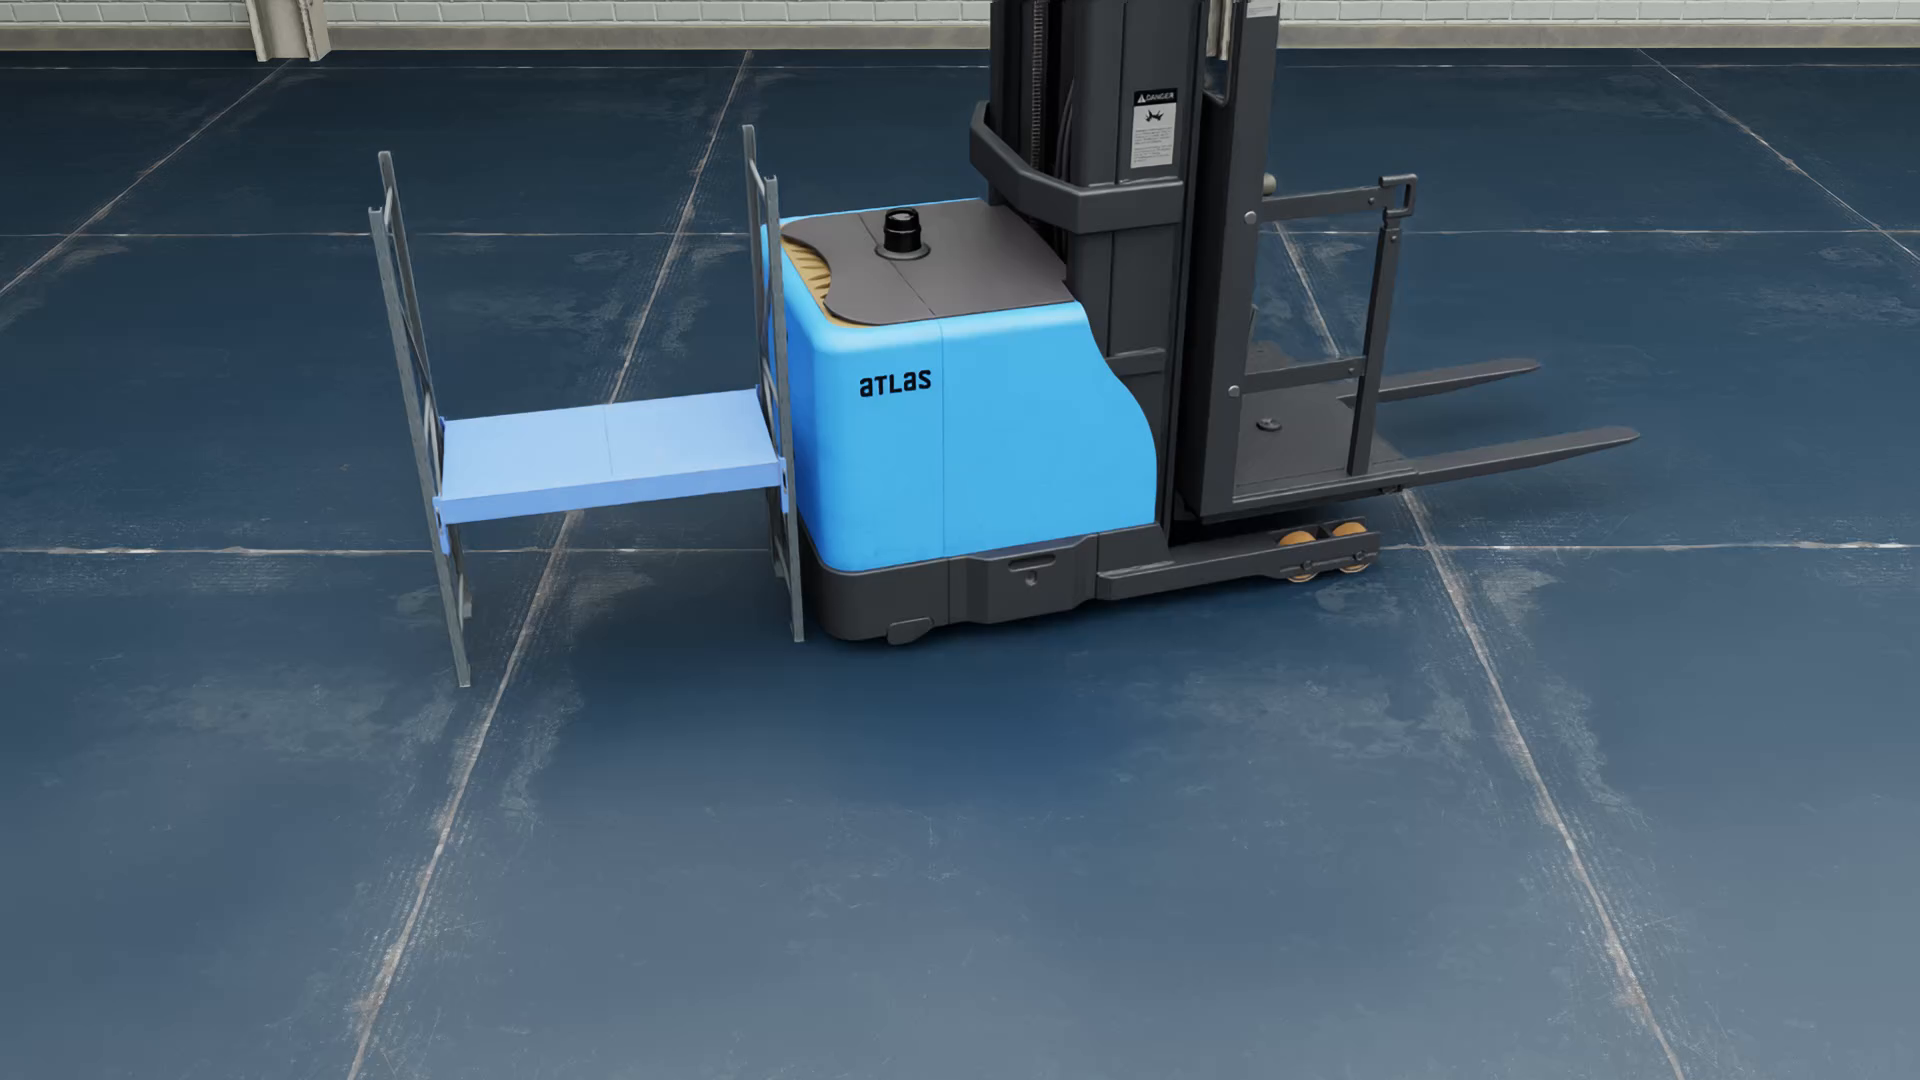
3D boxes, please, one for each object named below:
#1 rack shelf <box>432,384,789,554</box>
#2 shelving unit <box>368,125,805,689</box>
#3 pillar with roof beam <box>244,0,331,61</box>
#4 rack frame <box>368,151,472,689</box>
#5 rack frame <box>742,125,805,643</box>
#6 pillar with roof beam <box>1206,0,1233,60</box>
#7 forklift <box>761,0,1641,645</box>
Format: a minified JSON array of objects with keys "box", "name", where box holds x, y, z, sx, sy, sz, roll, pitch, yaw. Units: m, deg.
[{"box":[-1.056,-0.228,5.027,1.000,0.185,0.538,-7,32,-12],"name":"rack shelf"},{"box":[-1.056,-0.382,4.934,1.048,1.500,0.538,-7,32,-12],"name":"shelving unit"},{"box":[-4.400,-4.845,5.060,0.400,9.000,9.100,0,31,0],"name":"pillar with roof beam"},{"box":[-1.550,-0.320,4.831,0.032,1.500,0.500,-7,32,-12],"name":"rack frame"},{"box":[-0.562,-0.444,5.037,0.032,1.500,0.500,-7,32,-12],"name":"rack frame"},{"box":[1.600,-4.864,5.091,0.400,9.000,9.100,0,31,0],"name":"pillar with roof beam"},{"box":[0.890,-1.364,5.173,3.031,2.935,1.130,-9,32,-15],"name":"forklift"}]
